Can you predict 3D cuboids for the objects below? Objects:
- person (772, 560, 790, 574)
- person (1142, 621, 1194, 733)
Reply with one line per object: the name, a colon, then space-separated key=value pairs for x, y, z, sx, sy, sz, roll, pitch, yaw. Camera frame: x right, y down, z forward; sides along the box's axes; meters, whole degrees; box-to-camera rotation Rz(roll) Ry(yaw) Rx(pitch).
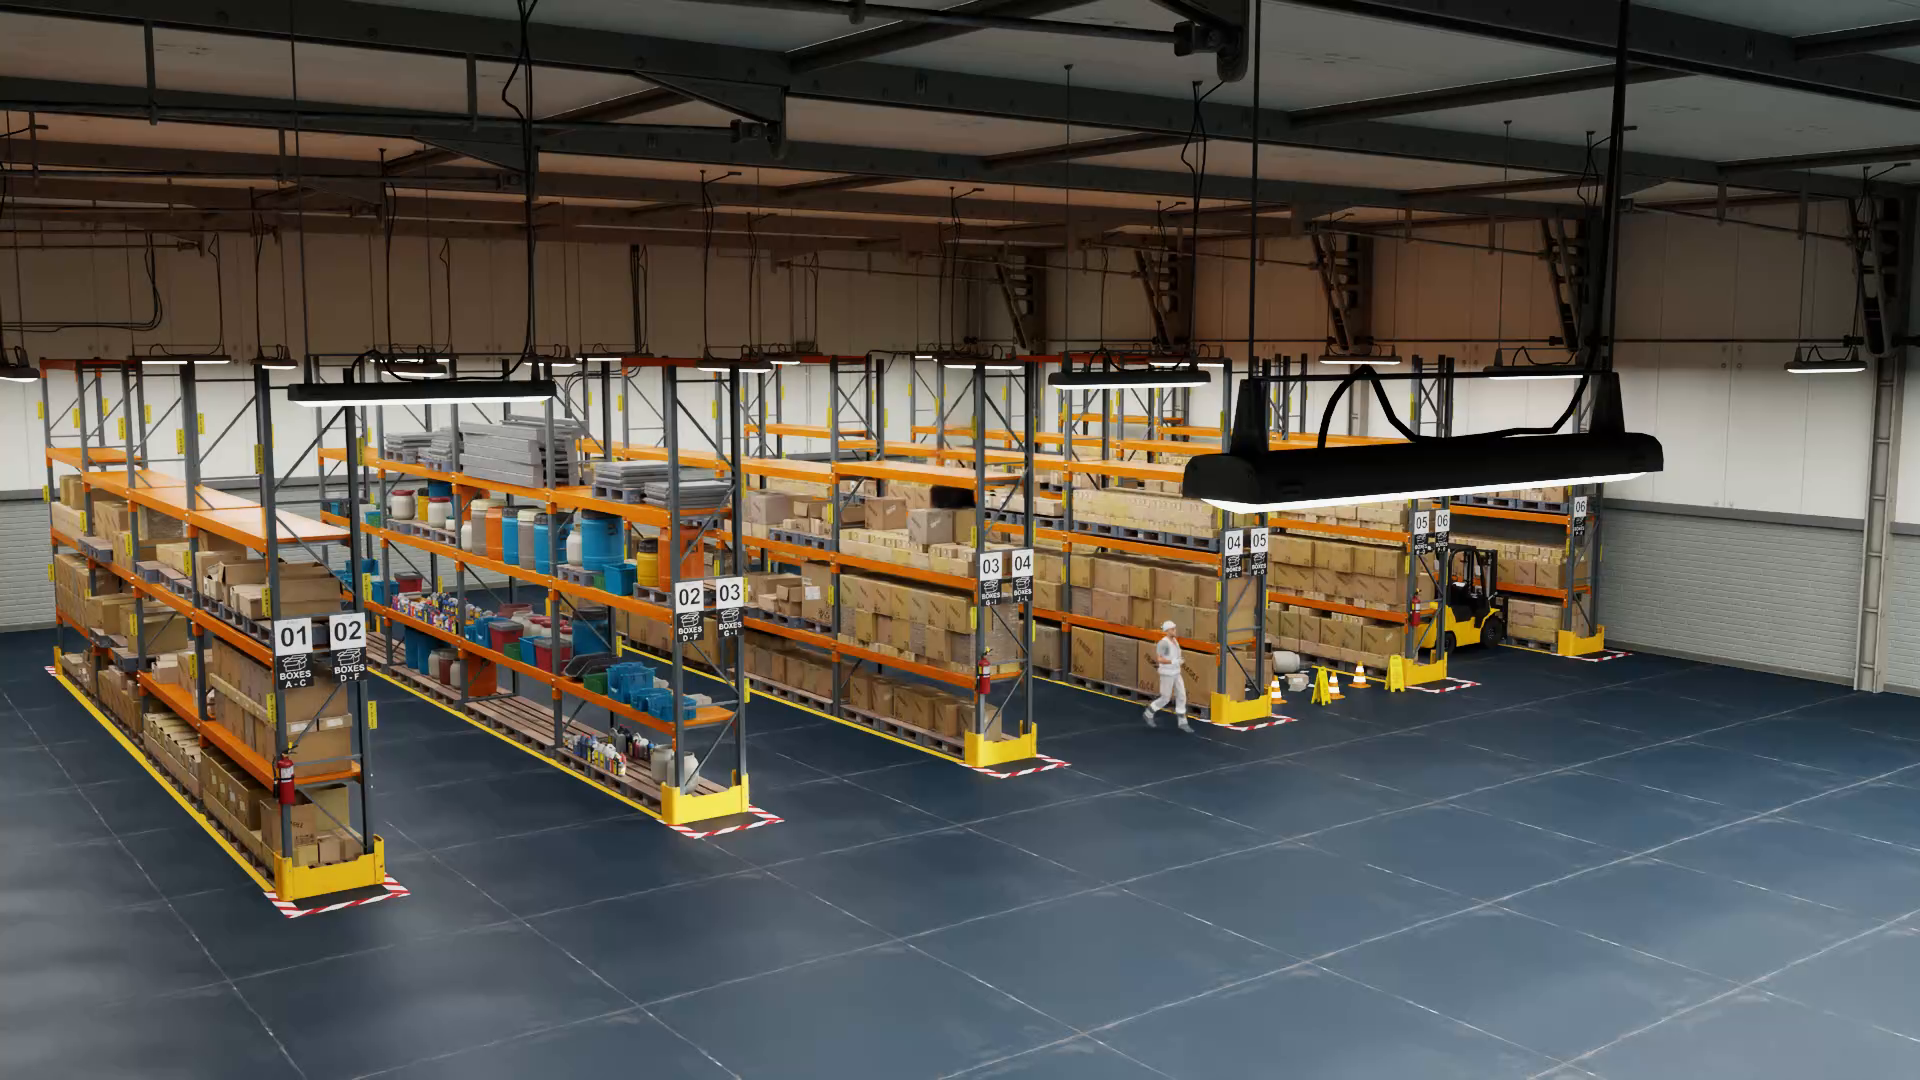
person: x=-4.554 y=0.409 z=42.182 sx=0.689 sy=1.753 sz=0.889 roll=5 pitch=9 yaw=38
person: x=3.378 y=2.205 z=26.931 sx=0.868 sy=1.812 sz=0.661 roll=5 pitch=8 yaw=36
